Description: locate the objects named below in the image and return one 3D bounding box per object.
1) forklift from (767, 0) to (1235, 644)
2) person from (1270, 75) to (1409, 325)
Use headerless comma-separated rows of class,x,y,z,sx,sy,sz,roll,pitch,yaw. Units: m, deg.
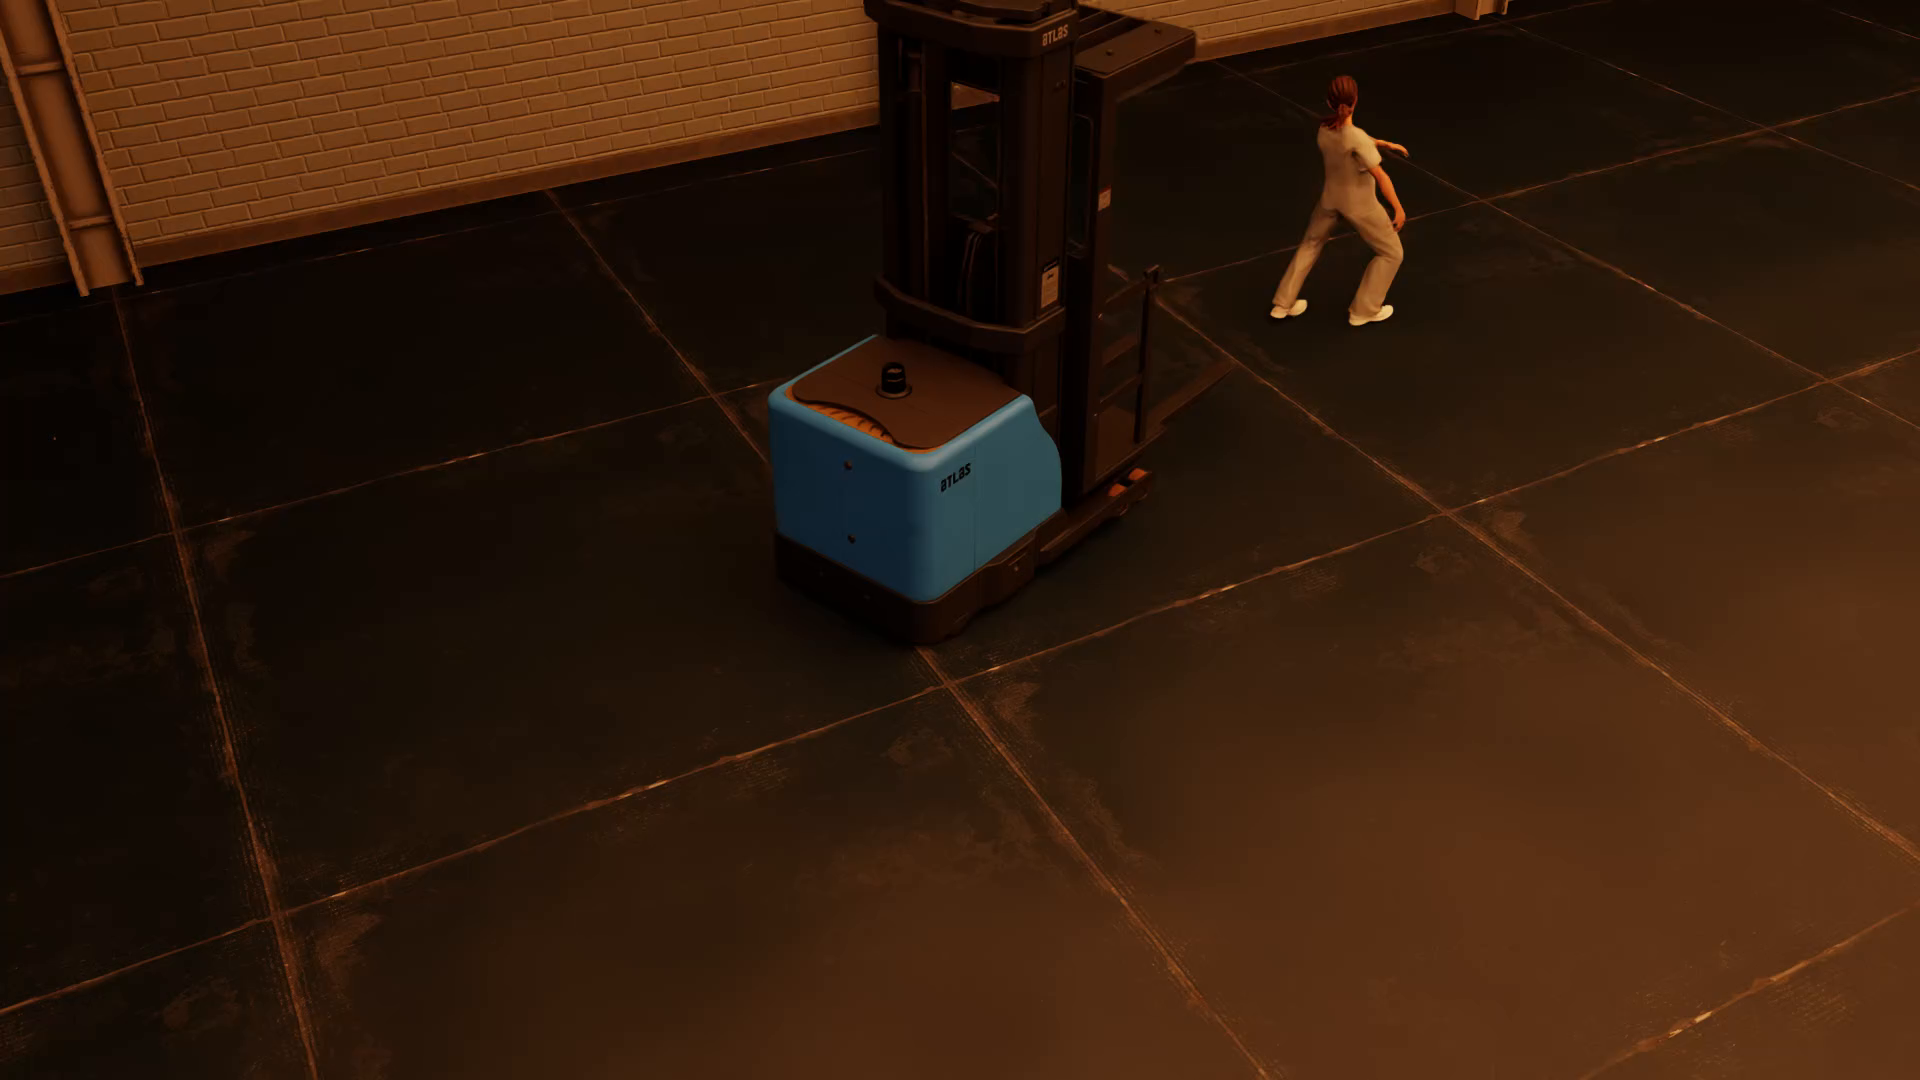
forklift,0.397,-1.490,8.232,1.130,2.935,3.031,25,42,31
person,2.461,-2.080,10.245,0.825,1.561,0.686,-27,44,-33
